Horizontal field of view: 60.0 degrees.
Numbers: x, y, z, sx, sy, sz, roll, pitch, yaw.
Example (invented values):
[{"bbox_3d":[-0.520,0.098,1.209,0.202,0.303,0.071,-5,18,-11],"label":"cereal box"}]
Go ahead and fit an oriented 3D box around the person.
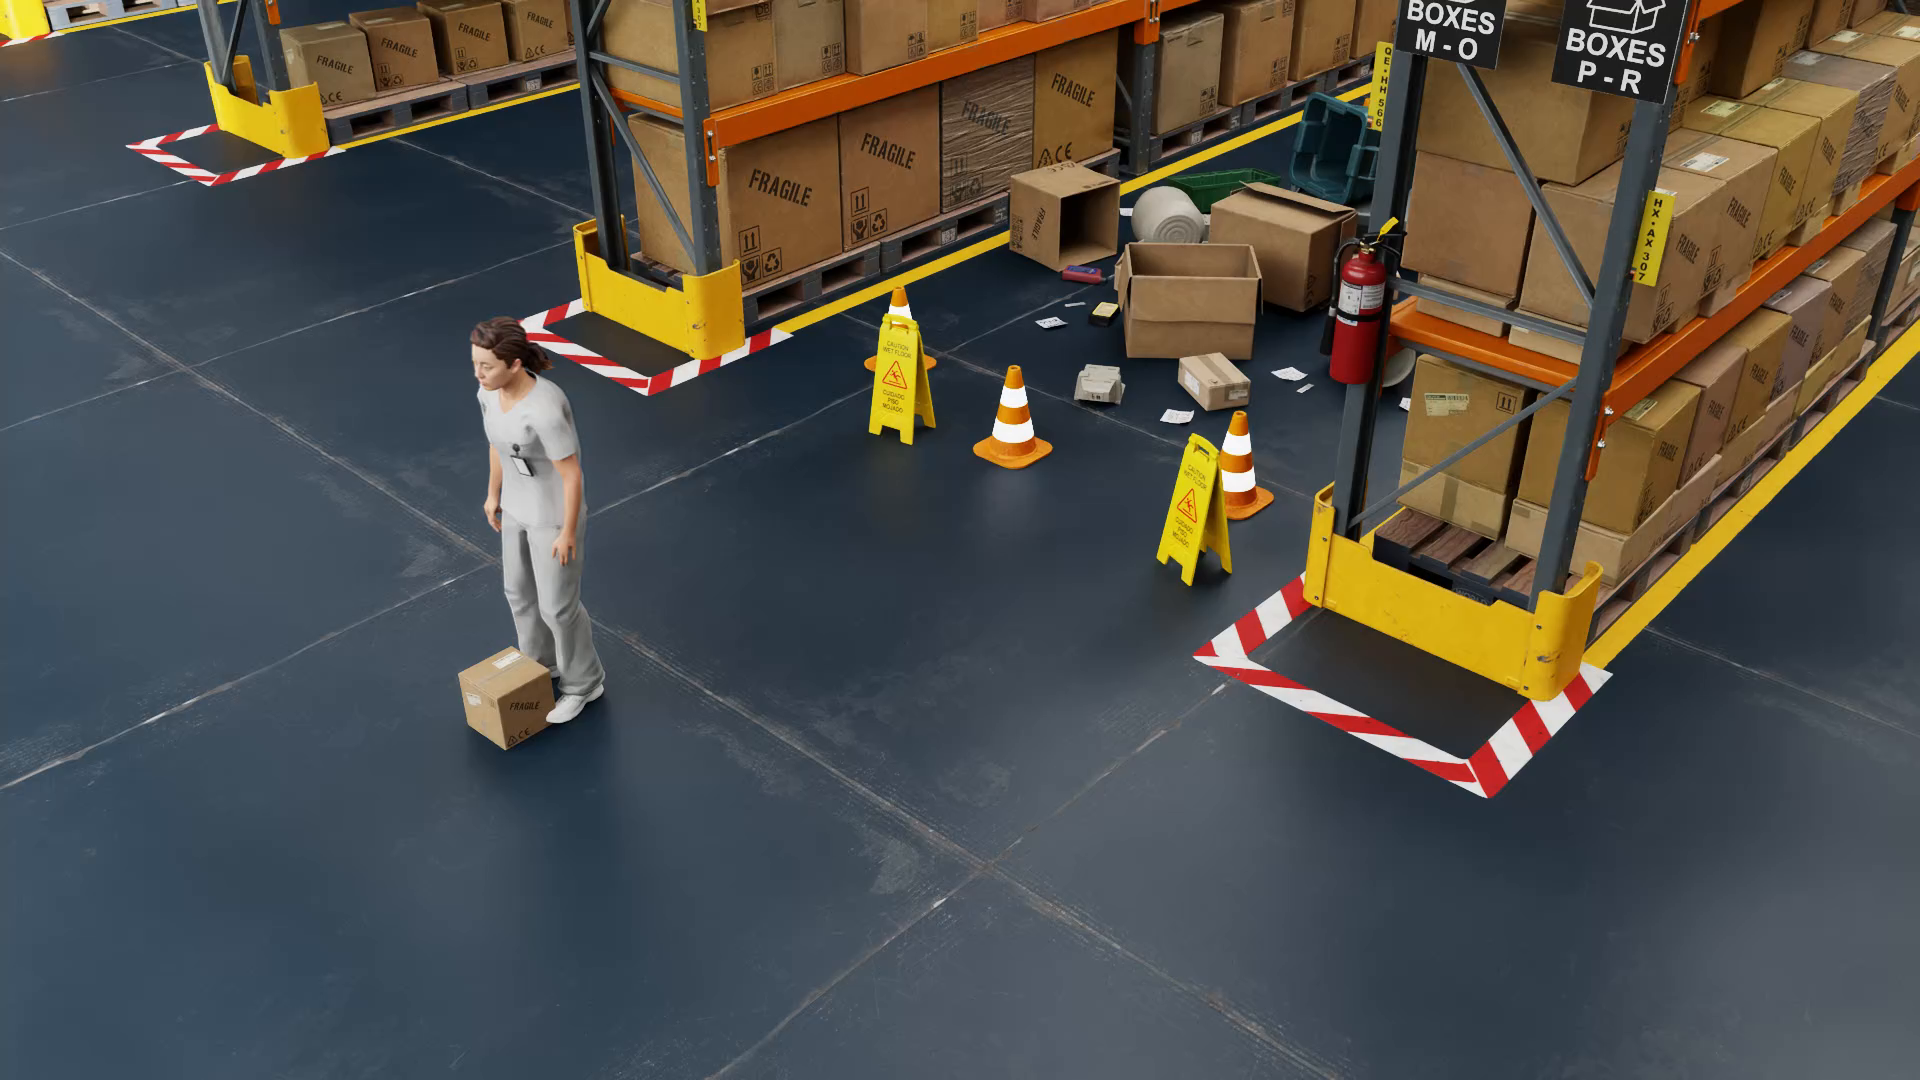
[{"bbox_3d":[-1.602,-0.089,6.281,0.505,1.673,0.353,24,39,34],"label":"person"}]
